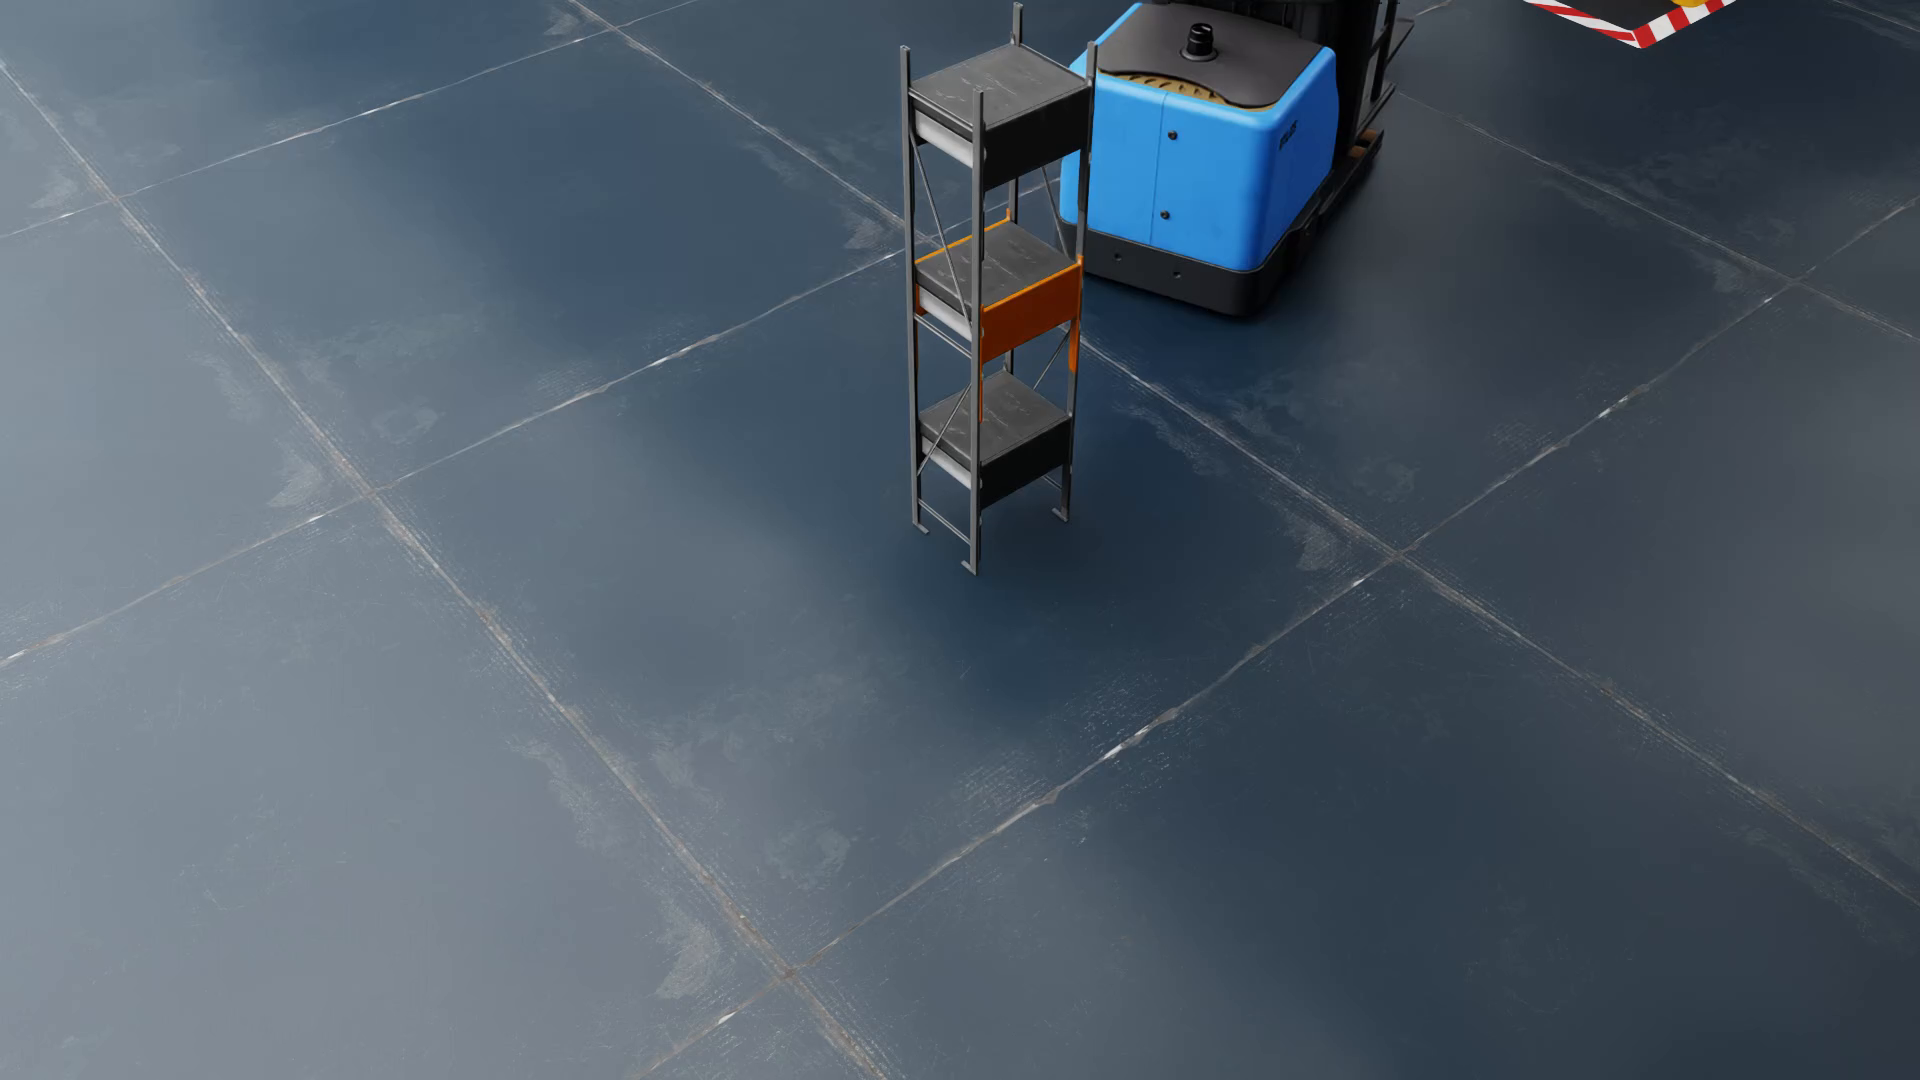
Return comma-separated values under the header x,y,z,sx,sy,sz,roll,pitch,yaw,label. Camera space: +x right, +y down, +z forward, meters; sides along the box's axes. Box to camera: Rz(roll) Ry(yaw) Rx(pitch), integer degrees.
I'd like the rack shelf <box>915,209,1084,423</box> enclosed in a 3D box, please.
x,y,z,sx,sy,sz,roll,pitch,yaw,label
0.127,-0.828,6.118,0.480,0.518,0.431,-30,51,-28,rack shelf

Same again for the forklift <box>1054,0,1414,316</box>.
x,y,z,sx,sy,sz,roll,pitch,yaw,label
1.608,-3.117,7.928,1.130,2.935,3.031,20,47,20,forklift

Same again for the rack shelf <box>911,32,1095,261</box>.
x,y,z,sx,sy,sz,roll,pitch,yaw,label
0.127,-1.338,5.639,0.480,0.518,0.431,-30,51,-28,rack shelf

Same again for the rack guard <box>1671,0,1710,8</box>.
x,y,z,sx,sy,sz,roll,pitch,yaw,label
4.252,-3.825,10.458,0.348,0.500,1.175,-30,51,-28,rack guard

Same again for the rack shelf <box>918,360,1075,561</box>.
x,y,z,sx,sy,sz,roll,pitch,yaw,label
0.127,-0.318,6.597,0.480,0.518,0.431,-30,51,-28,rack shelf

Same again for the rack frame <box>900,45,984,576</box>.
x,y,z,sx,sy,sz,roll,pitch,yaw,label
-0.060,-0.731,5.994,0.015,2.100,0.400,-30,51,-28,rack frame

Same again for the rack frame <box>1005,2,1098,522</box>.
x,y,z,sx,sy,sz,roll,pitch,yaw,label
0.314,-0.945,6.223,0.015,2.100,0.400,-30,51,-28,rack frame

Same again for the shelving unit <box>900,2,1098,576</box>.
x,y,z,sx,sy,sz,roll,pitch,yaw,label
0.127,-0.838,6.109,0.503,2.100,0.431,-30,51,-28,shelving unit
